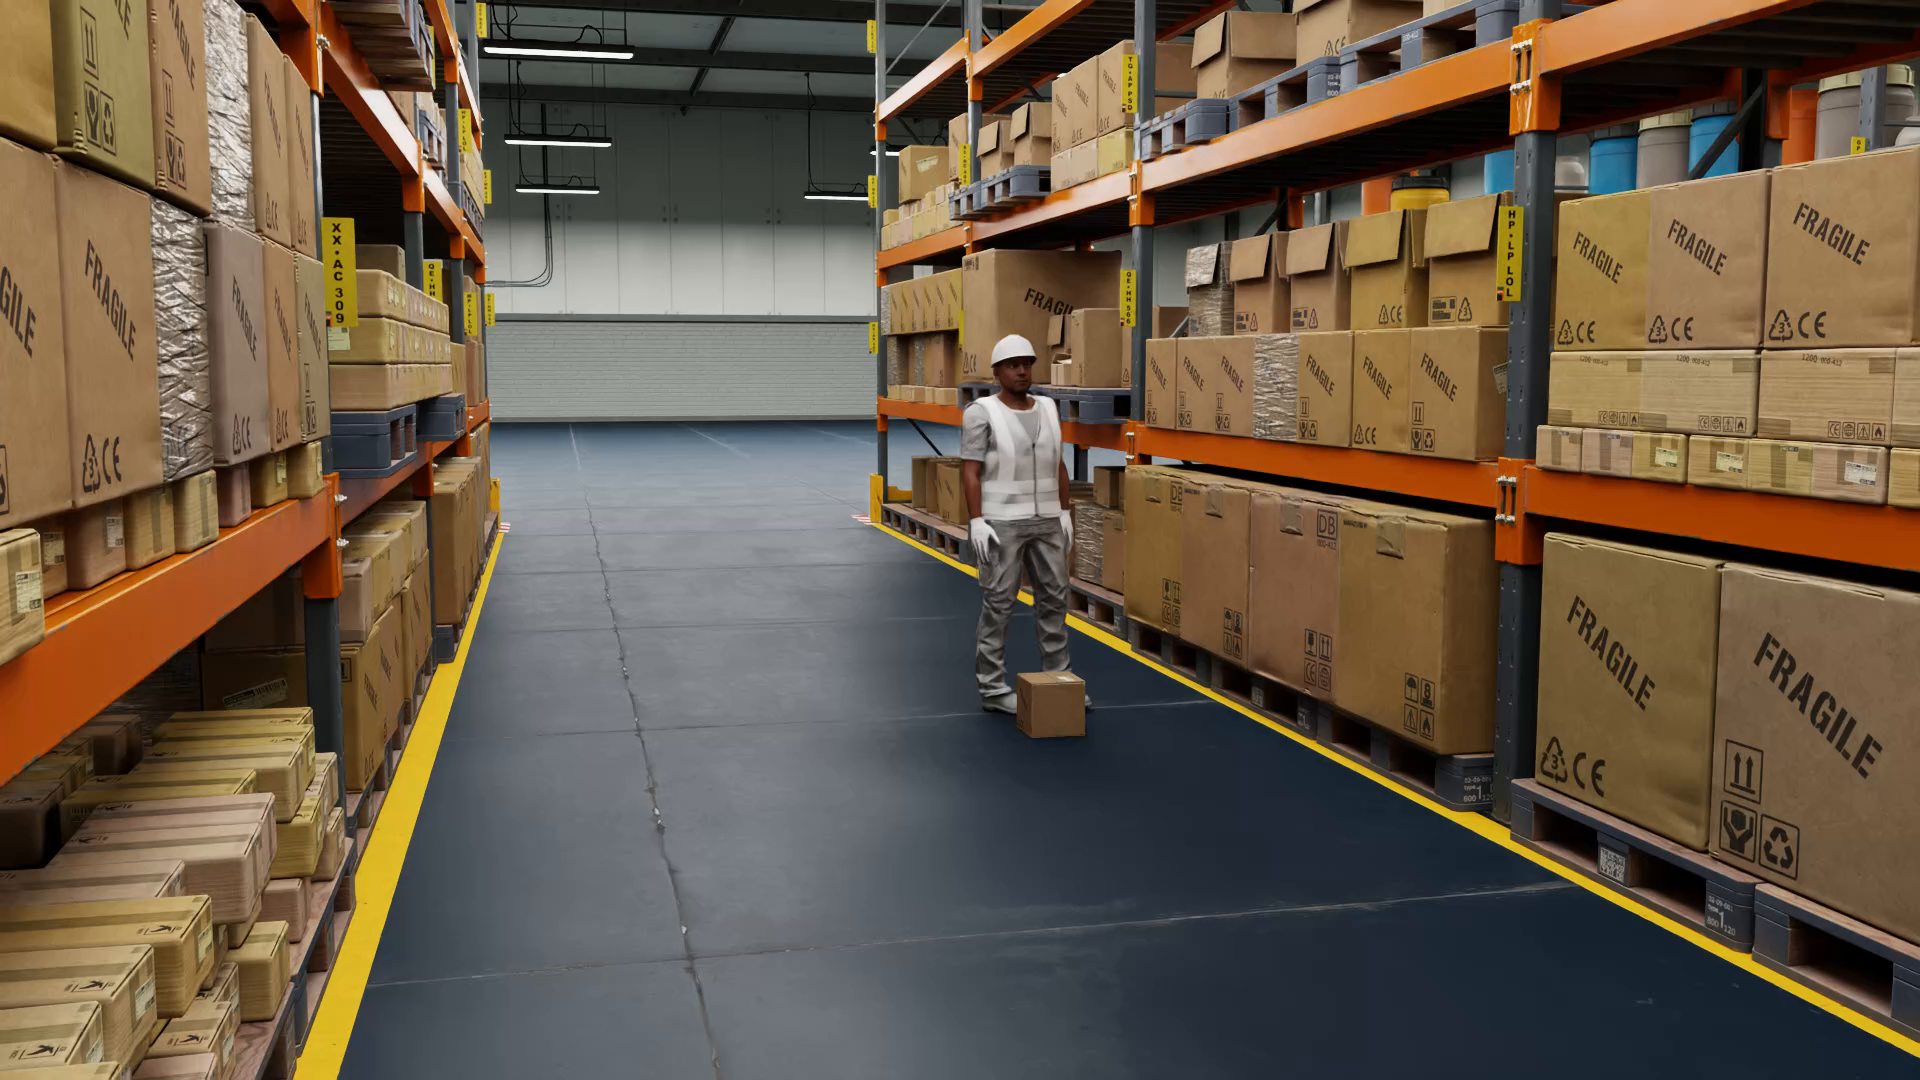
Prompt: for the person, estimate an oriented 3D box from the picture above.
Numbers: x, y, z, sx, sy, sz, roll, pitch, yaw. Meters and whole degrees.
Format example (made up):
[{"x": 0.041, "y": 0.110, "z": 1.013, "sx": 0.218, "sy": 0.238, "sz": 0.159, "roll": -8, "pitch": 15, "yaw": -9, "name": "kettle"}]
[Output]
[{"x": 0.314, "y": -0.076, "z": 7.920, "sx": 0.602, "sy": 1.792, "sz": 0.405, "roll": -3, "pitch": 7, "yaw": -29, "name": "person"}]
